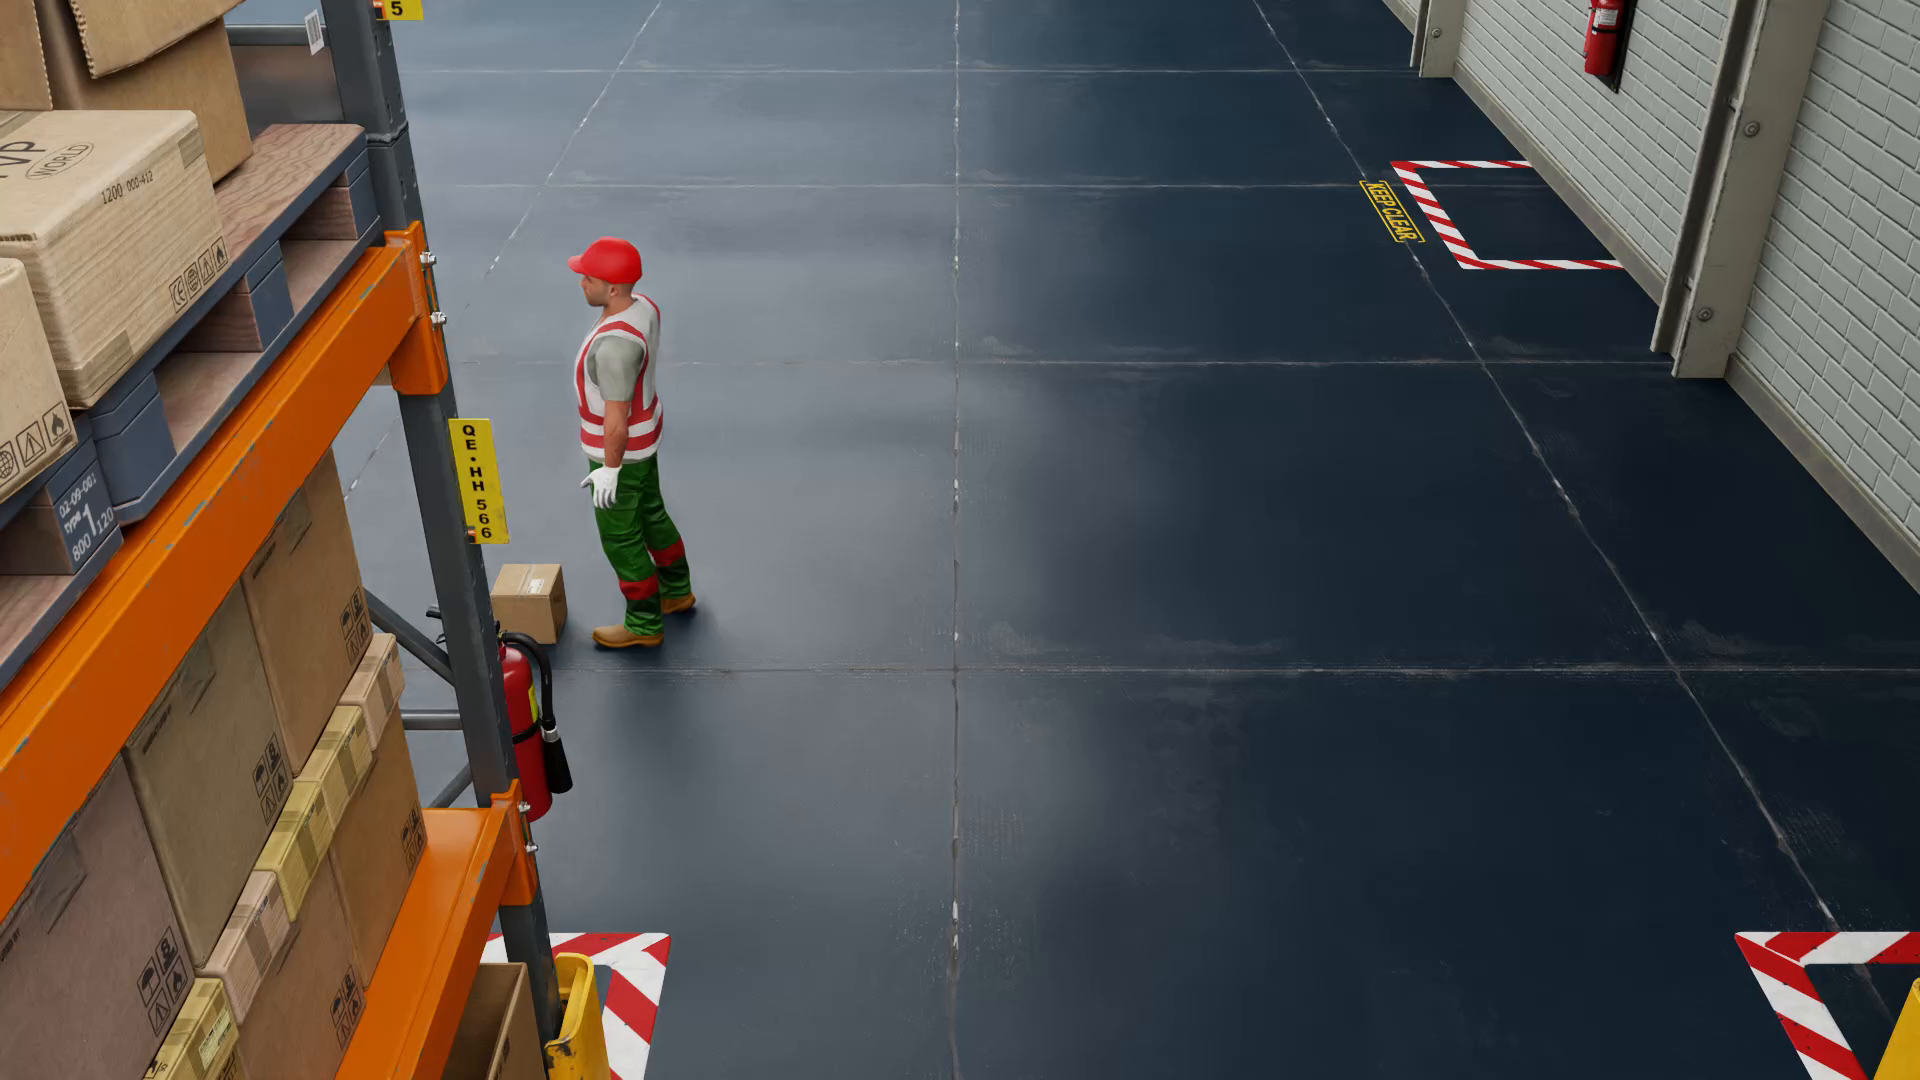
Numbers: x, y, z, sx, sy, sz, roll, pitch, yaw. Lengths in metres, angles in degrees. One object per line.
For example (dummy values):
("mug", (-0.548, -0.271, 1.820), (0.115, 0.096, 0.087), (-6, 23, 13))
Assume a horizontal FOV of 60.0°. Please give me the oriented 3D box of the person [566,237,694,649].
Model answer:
("person", (-1.368, -0.352, 6.741), (0.389, 1.842, 0.531), (0, 31, 1))
